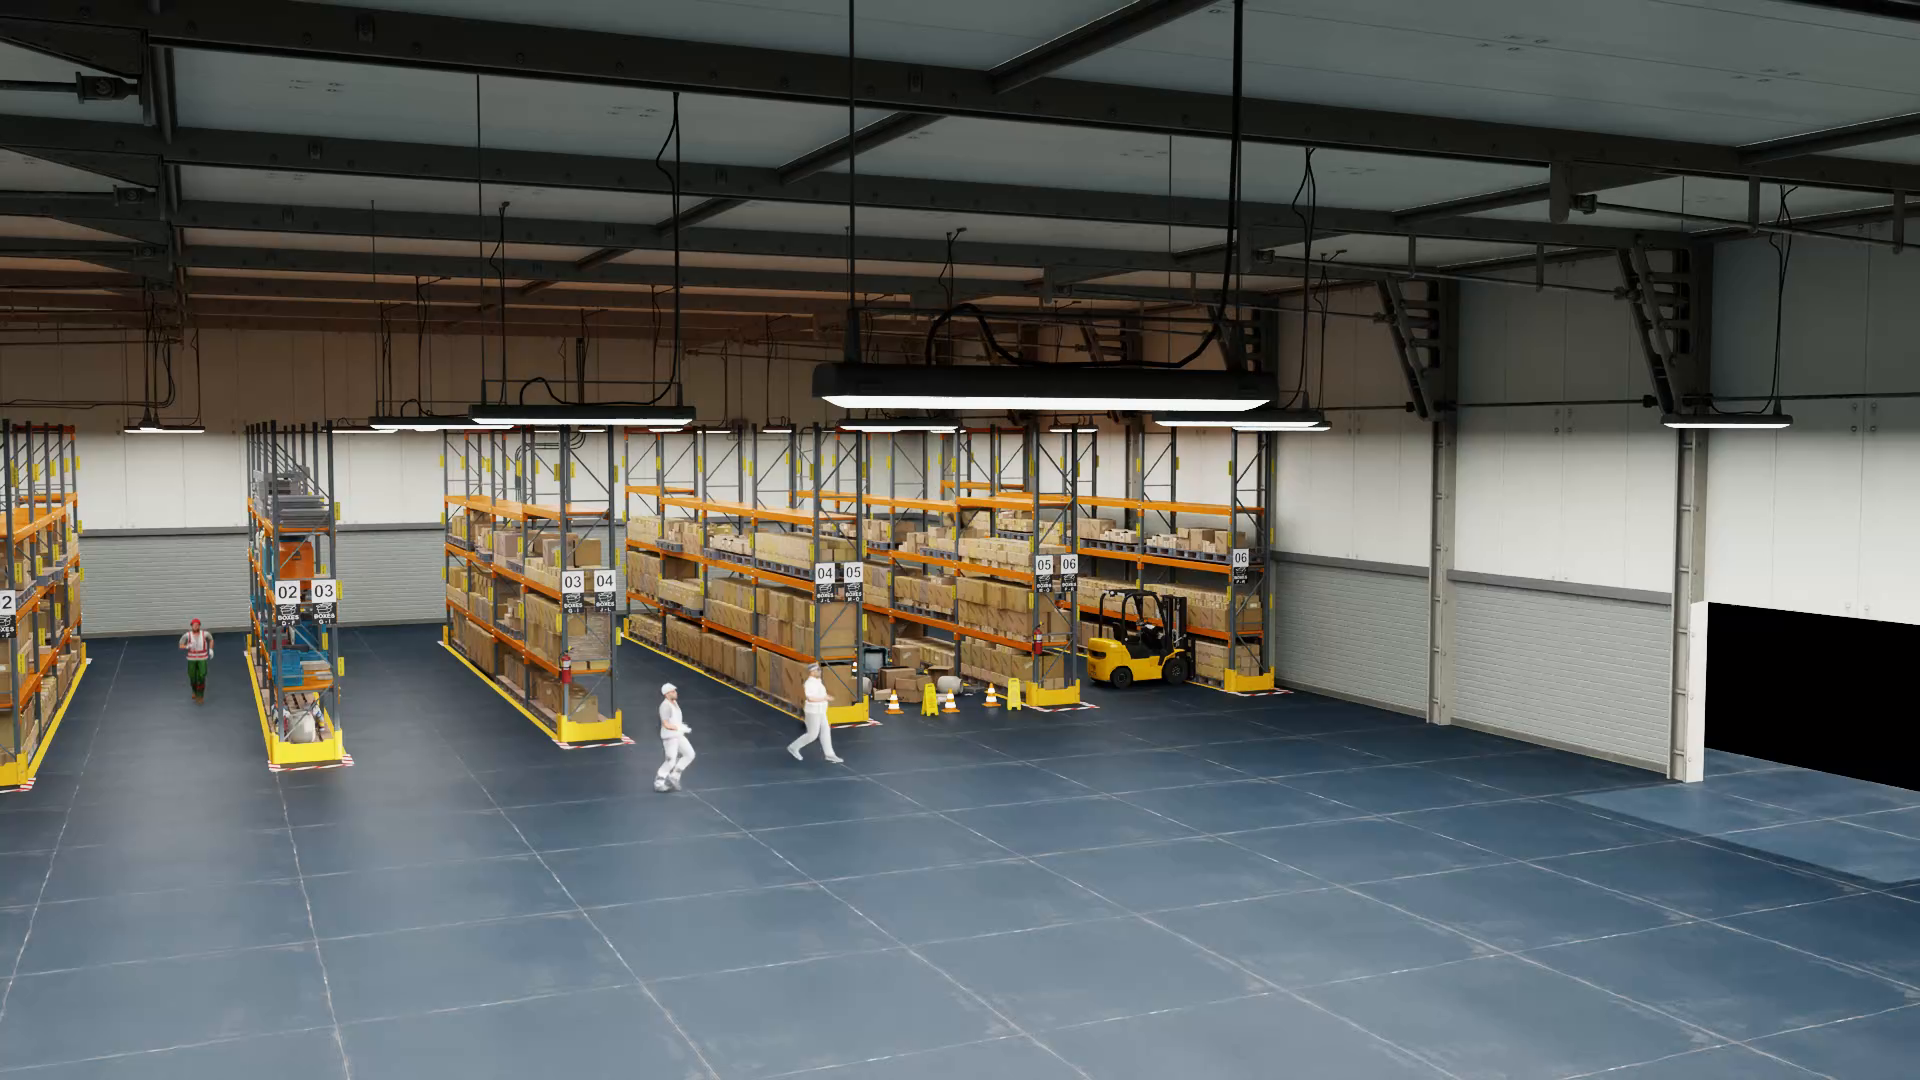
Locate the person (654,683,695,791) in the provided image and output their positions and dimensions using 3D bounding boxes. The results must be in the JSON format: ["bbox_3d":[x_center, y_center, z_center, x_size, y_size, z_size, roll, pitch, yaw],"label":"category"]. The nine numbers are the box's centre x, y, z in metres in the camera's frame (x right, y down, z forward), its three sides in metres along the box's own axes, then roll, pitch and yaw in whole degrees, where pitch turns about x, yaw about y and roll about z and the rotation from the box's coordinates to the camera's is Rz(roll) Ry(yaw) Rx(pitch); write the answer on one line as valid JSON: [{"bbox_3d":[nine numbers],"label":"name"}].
[{"bbox_3d":[-4.602,3.170,26.748,0.666,1.756,0.672,1,4,10],"label":"person"}]

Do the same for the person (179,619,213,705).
[{"bbox_3d":[-16.345,2.573,35.592,0.669,1.797,0.943,-2,4,-24],"label":"person"}]

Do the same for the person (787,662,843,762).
[{"bbox_3d":[-2.520,3.001,28.979,0.973,1.774,0.661,1,4,9],"label":"person"}]
